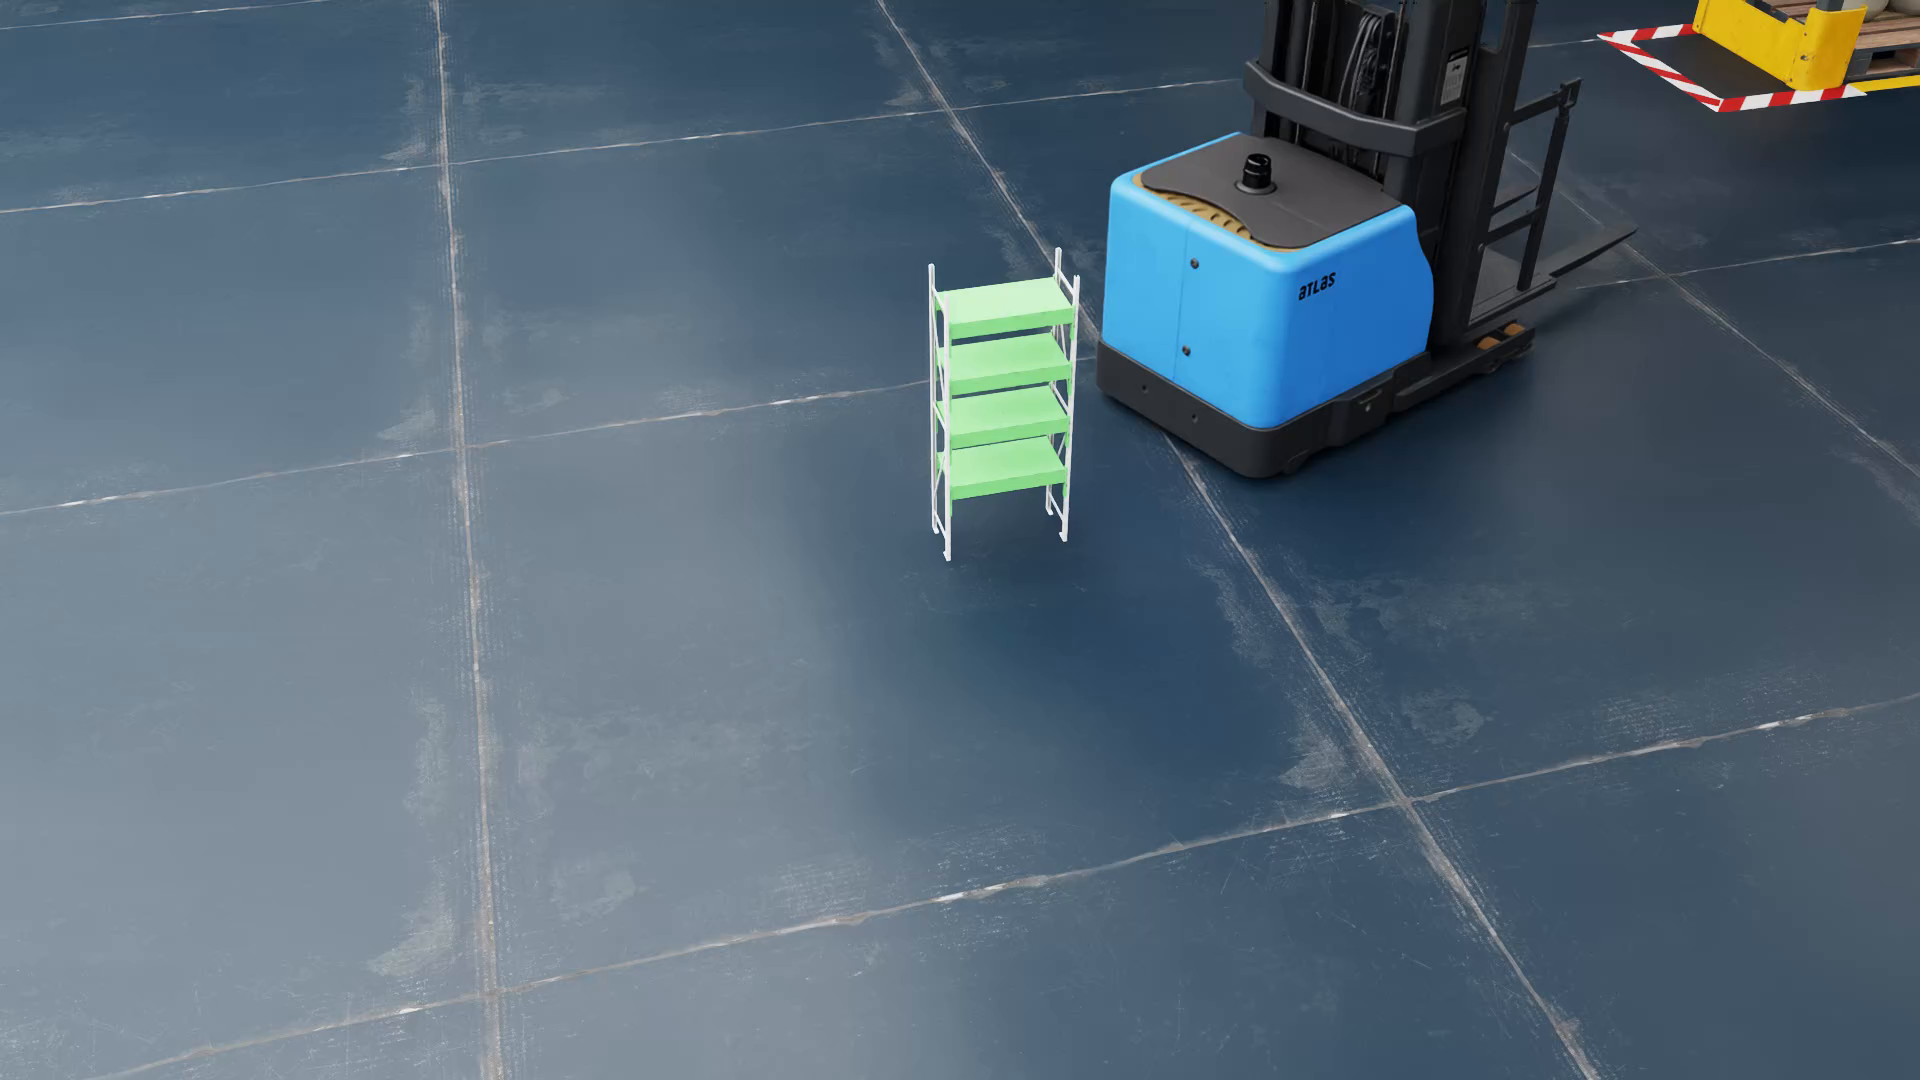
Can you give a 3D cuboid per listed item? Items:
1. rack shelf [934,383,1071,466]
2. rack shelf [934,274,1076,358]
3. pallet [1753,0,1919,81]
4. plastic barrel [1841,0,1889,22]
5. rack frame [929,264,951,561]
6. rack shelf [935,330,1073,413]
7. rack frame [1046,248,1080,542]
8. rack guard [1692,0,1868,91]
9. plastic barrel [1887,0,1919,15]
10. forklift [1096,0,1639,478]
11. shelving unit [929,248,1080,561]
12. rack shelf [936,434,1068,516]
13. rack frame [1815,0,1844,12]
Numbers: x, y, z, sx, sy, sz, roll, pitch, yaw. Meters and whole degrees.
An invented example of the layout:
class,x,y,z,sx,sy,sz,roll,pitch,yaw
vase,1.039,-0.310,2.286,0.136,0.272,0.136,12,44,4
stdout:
class,x,y,z,sx,sy,sz,roll,pitch,yaw
rack shelf,0.160,-0.452,6.459,0.480,0.148,0.258,-9,38,-12
rack shelf,0.160,-0.833,6.167,0.480,0.148,0.258,-9,38,-12
pallet,6.056,-3.385,11.001,1.213,0.211,1.003,-9,38,-12
plastic barrel,5.825,-3.655,10.761,0.421,0.512,0.421,0,37,0
rack frame,-0.076,-0.464,6.369,0.015,1.200,0.240,-9,38,-12
rack shelf,0.160,-0.643,6.313,0.480,0.148,0.258,-9,38,-12
rack frame,0.395,-0.541,6.470,0.015,1.200,0.240,-9,38,-12
rack guard,5.271,-3.374,10.749,0.348,0.500,1.175,-9,38,-12
plastic barrel,6.309,-3.734,10.865,0.421,0.512,0.421,0,37,0
forklift,2.080,-2.167,7.170,3.031,2.935,1.130,-26,45,-30
shelving unit,0.160,-0.503,6.420,0.503,1.200,0.258,-9,38,-12
rack shelf,0.160,-0.261,6.604,0.480,0.148,0.258,-9,38,-12
rack frame,5.209,-4.327,9.938,0.127,3.000,1.000,-9,38,-12
